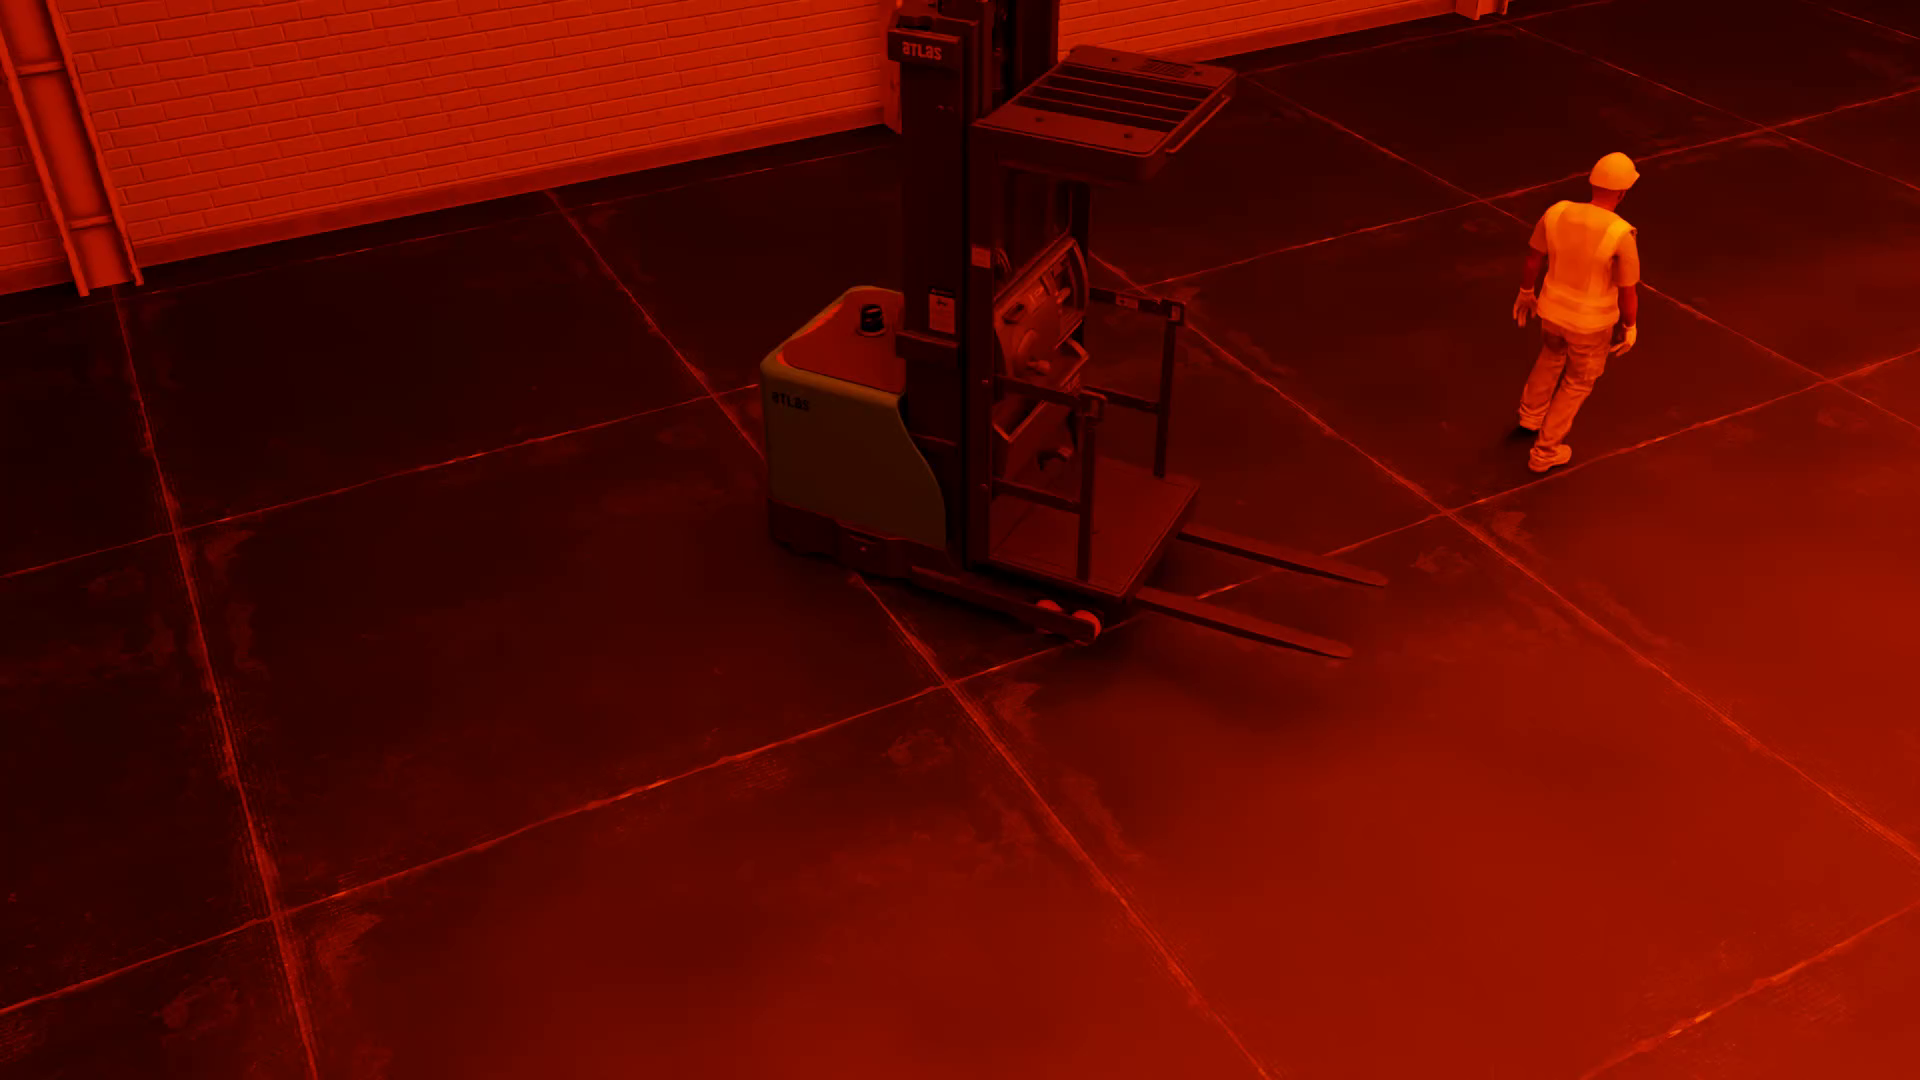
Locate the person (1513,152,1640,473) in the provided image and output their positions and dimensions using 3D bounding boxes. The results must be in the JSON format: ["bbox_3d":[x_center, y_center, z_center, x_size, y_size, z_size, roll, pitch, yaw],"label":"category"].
[{"bbox_3d":[3.327,-1.204,8.893,0.527,1.824,0.654,-23,41,-29],"label":"person"}]

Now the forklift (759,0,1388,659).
[{"bbox_3d":[0.561,-1.045,7.601,3.031,2.935,1.130,16,38,22],"label":"forklift"}]
